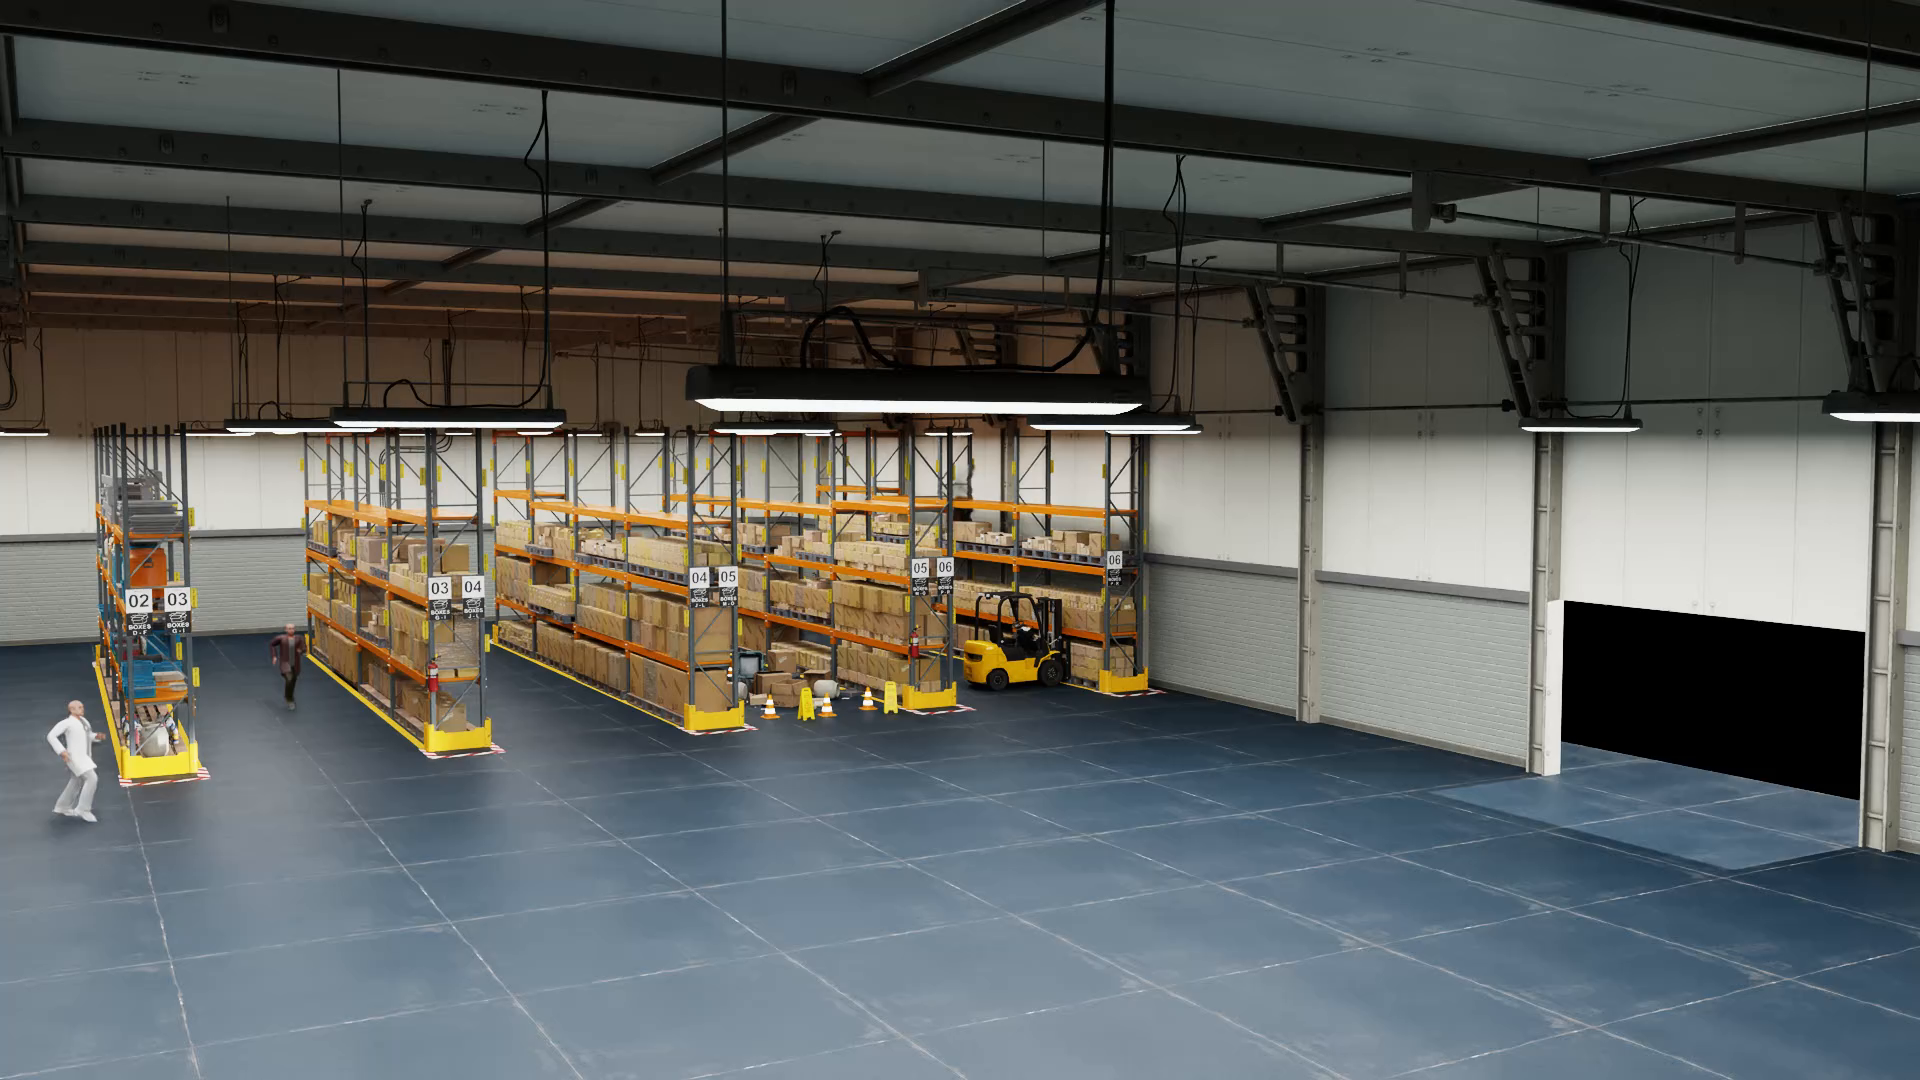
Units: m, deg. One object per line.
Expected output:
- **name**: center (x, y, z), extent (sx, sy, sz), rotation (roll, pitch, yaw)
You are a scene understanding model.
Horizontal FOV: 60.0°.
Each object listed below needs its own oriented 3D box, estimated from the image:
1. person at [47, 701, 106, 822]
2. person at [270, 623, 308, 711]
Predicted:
- **person**: center (-13.234, 3.333, 24.963), extent (0.823, 1.827, 0.674), rotation (0, 3, -5)
- **person**: center (-14.266, 2.688, 35.413), extent (0.666, 1.847, 0.937), rotation (-3, 5, -42)
